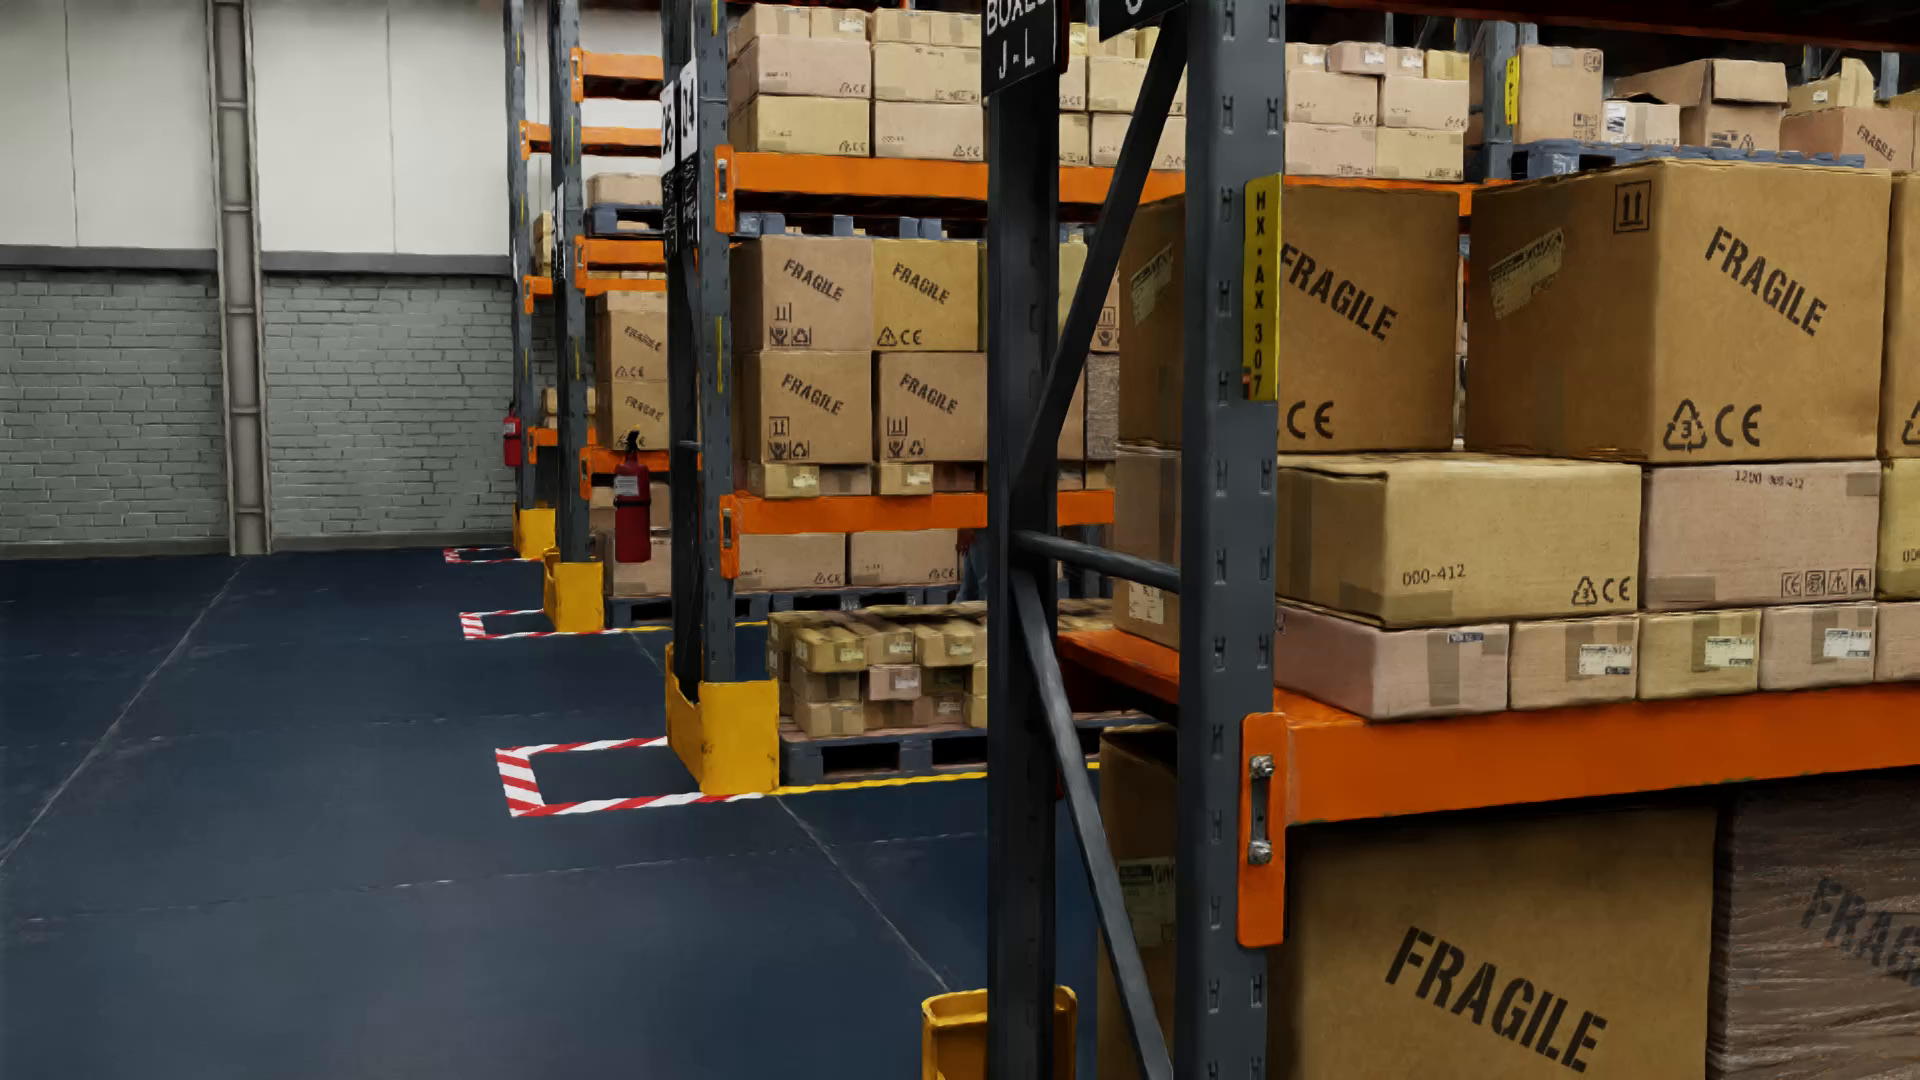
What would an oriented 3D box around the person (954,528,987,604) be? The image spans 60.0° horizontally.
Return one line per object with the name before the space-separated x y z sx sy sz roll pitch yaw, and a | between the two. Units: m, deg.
person | 0.193 -0.071 10.237 0.629 1.753 0.739 1 6 9
